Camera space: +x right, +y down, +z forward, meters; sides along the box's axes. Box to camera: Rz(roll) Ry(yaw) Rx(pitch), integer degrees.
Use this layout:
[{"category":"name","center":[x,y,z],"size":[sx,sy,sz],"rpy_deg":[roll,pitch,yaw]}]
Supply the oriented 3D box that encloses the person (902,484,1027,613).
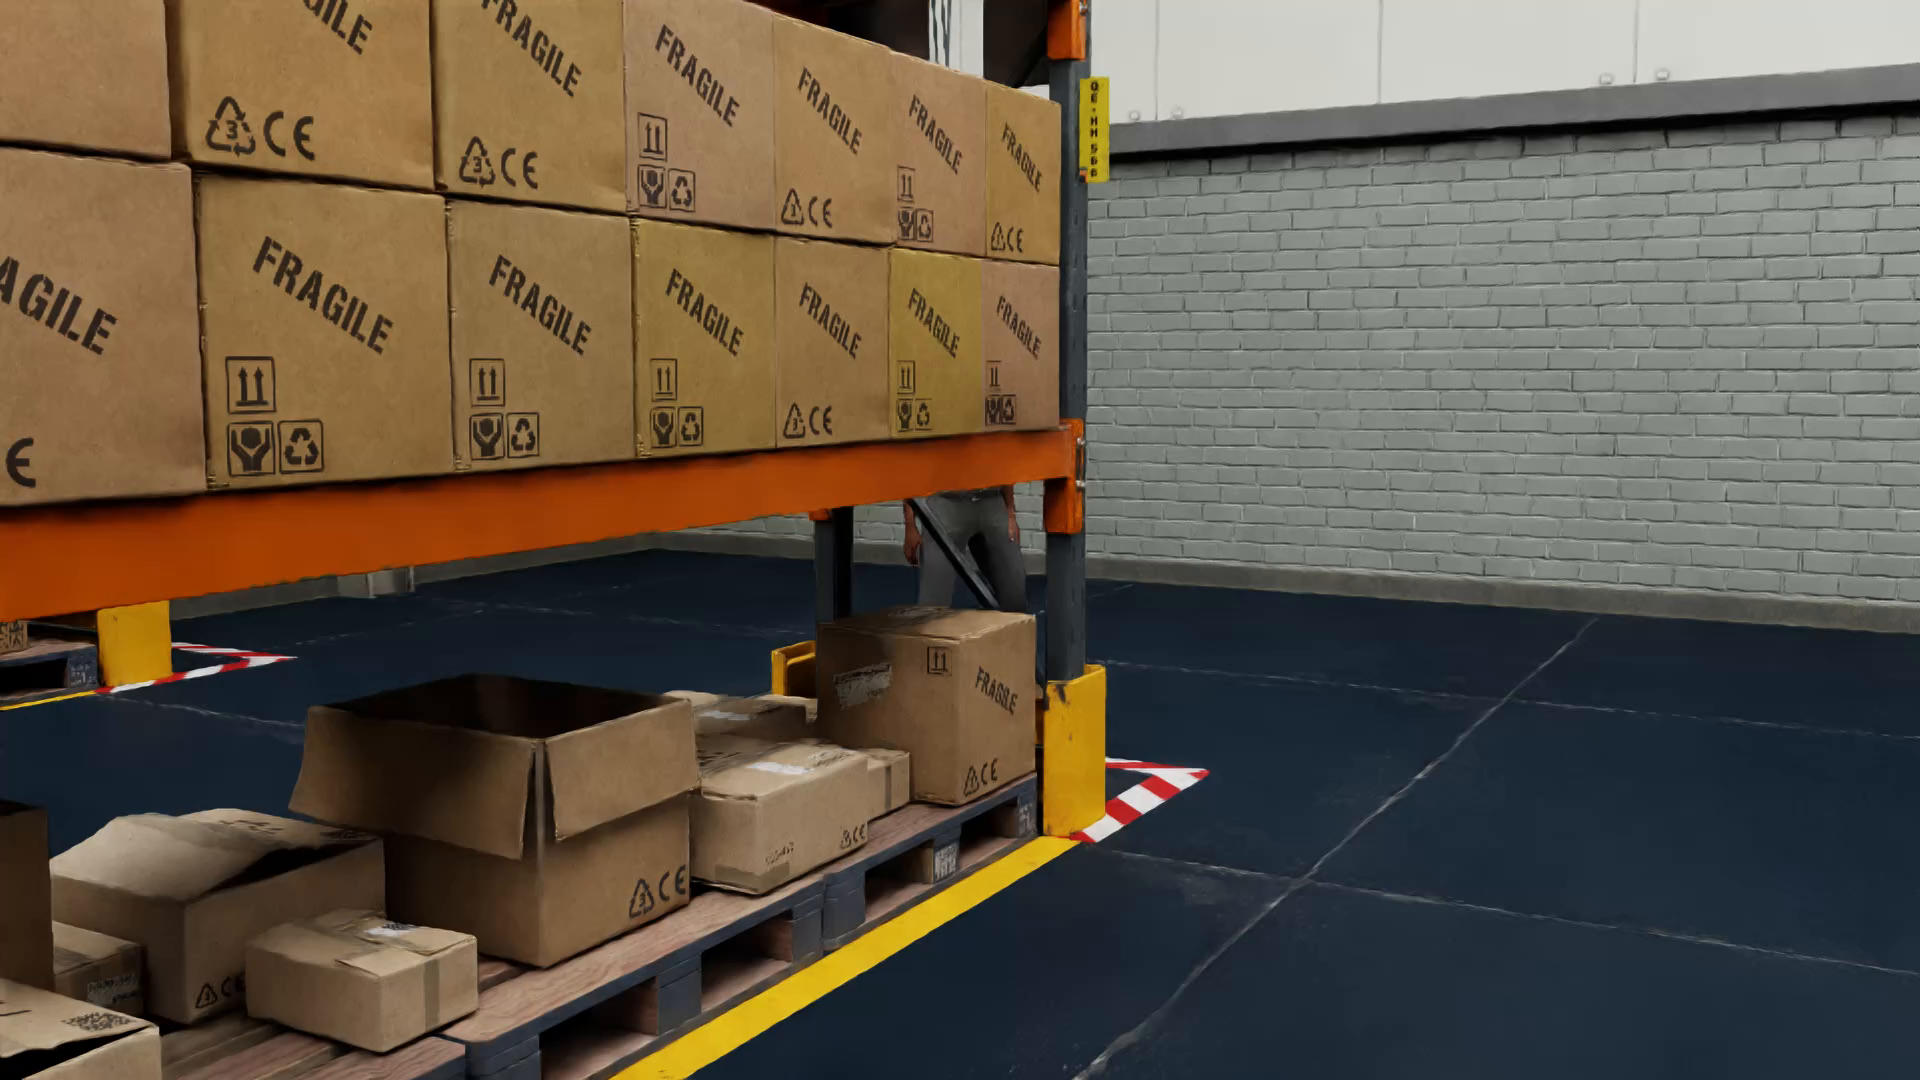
[{"category":"person","center":[-0.047,-0.076,6.948],"size":[0.608,1.653,0.567],"rpy_deg":[-3,7,-29]}]
